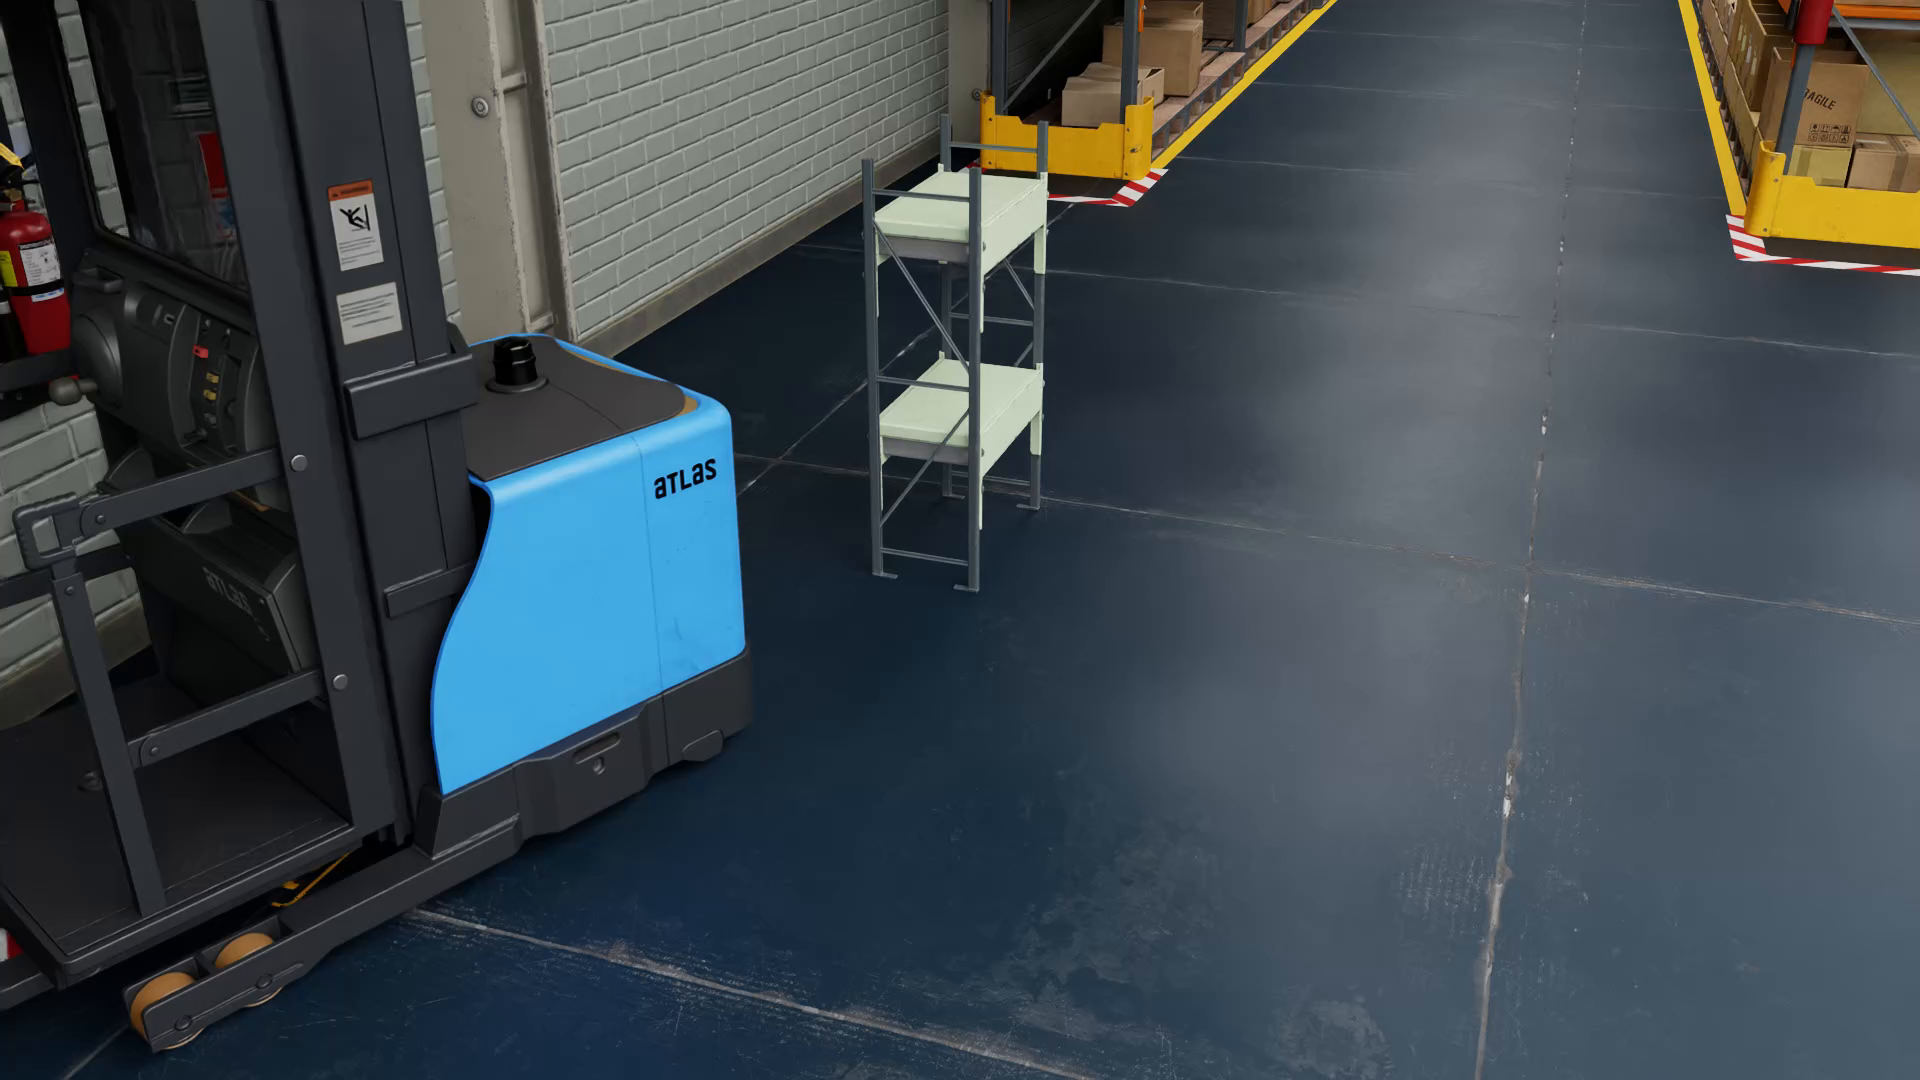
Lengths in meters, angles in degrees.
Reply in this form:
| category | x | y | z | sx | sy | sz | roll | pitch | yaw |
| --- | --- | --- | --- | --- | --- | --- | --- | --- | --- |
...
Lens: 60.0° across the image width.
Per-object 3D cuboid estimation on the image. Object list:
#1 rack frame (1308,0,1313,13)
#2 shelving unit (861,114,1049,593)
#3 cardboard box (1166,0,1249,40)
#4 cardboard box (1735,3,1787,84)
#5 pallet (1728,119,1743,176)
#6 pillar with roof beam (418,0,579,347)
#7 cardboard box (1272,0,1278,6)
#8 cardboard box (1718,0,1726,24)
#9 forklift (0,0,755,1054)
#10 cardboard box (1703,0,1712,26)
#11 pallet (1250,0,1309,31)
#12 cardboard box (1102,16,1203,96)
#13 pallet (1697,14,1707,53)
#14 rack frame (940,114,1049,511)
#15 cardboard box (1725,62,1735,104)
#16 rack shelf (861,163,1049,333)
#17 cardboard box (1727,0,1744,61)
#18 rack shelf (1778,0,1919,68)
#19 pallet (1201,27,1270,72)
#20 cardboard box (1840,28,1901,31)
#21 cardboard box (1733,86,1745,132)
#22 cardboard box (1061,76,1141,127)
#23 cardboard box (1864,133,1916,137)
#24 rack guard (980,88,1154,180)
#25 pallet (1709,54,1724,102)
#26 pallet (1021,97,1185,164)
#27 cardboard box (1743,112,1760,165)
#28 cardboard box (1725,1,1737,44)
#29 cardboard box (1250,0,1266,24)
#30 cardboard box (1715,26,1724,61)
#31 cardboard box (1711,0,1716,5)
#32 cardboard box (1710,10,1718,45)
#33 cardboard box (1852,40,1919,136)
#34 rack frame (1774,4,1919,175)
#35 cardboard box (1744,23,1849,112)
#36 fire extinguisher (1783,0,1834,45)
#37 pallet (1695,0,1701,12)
| category | x | y | z | sx | sy | sz | roll | pitch | yaw |
| --- | --- | --- | --- | --- | --- | --- | --- | --- | --- |
| rack frame | 3.365 | -7.196 | 17.670 | 1.000 | 3.000 | 0.127 | 9 | 27 | 17 |
| shelving unit | -0.002 | -0.672 | 5.917 | 0.431 | 1.500 | 0.755 | 9 | 27 | 17 |
| cardboard box | 2.263 | -4.930 | 15.353 | 0.700 | 0.500 | 0.500 | 10 | 27 | 19 |
| cardboard box | 5.924 | -3.568 | 11.990 | 0.500 | 0.500 | 0.500 | 9 | 27 | 17 |
| pallet | 5.998 | -2.756 | 11.701 | 1.003 | 0.211 | 1.213 | 9 | 27 | 17 |
| pillar with roof beam | 2.183 | -3.931 | 4.044 | 9.100 | 9.000 | 0.400 | 9 | 27 | 17 |
| cardboard box | 2.894 | -5.770 | 17.090 | 0.700 | 0.500 | 0.500 | 9 | 27 | 17 |
| cardboard box | 6.907 | -4.666 | 14.476 | 0.500 | 0.311 | 0.500 | 9 | 27 | 17 |
| forklift | -1.988 | -0.401 | 3.715 | 1.130 | 2.935 | 3.031 | 22 | 34 | 38 |
| cardboard box | 7.420 | -5.051 | 15.914 | 0.500 | 0.250 | 0.500 | 8 | 27 | 16 |
| pallet | 3.104 | -5.620 | 17.615 | 1.003 | 0.211 | 1.213 | 9 | 27 | 17 |
| cardboard box | 1.499 | -3.781 | 12.980 | 0.700 | 0.500 | 0.500 | 7 | 27 | 14 |
| pallet | 7.727 | -4.891 | 16.110 | 1.003 | 0.211 | 1.213 | 9 | 27 | 17 |
| rack frame | 0.120 | -0.823 | 6.228 | 0.400 | 1.500 | 0.023 | 9 | 27 | 17 |
| cardboard box | 6.095 | -3.435 | 12.576 | 0.500 | 0.250 | 0.500 | 9 | 27 | 17 |
| rack shelf | -0.002 | -1.024 | 5.747 | 0.431 | 0.370 | 0.720 | 9 | 27 | 17 |
| cardboard box | 6.257 | -3.979 | 12.839 | 0.500 | 0.500 | 0.500 | 9 | 27 | 17 |
| rack shelf | 6.041 | -3.689 | 11.254 | 1.077 | 0.370 | 4.000 | 9 | 27 | 17 |
| pallet | 2.292 | -4.617 | 15.544 | 1.003 | 0.211 | 1.213 | 9 | 27 | 17 |
| cardboard box | 6.265 | -3.284 | 11.404 | 0.500 | 0.500 | 0.500 | 9 | 27 | 17 |
| cardboard box | 5.763 | -3.024 | 11.727 | 0.500 | 0.250 | 0.500 | 9 | 27 | 17 |
| cardboard box | 1.018 | -3.167 | 11.930 | 0.500 | 0.311 | 0.500 | 6 | 26 | 12 |
| cardboard box | 5.927 | -2.537 | 10.721 | 0.500 | 0.250 | 0.500 | 9 | 27 | 17 |
| rack guard | 0.728 | -2.814 | 11.489 | 1.175 | 0.500 | 0.348 | 9 | 27 | 17 |
| pallet | 6.915 | -3.889 | 14.039 | 1.003 | 0.211 | 1.213 | 9 | 27 | 17 |
| pallet | 1.032 | -3.013 | 12.231 | 1.003 | 0.211 | 1.213 | 9 | 27 | 17 |
| cardboard box | 5.430 | -2.613 | 10.879 | 0.500 | 0.250 | 0.500 | 9 | 27 | 17 |
| cardboard box | 6.571 | -4.247 | 13.609 | 0.500 | 0.311 | 0.500 | 9 | 27 | 17 |
| cardboard box | 2.596 | -5.353 | 16.228 | 0.700 | 0.500 | 0.500 | 9 | 27 | 18 |
| cardboard box | 6.741 | -4.207 | 14.170 | 0.500 | 0.250 | 0.500 | 8 | 27 | 17 |
| cardboard box | 7.248 | -5.084 | 15.338 | 0.500 | 0.311 | 0.500 | 8 | 27 | 16 |
| cardboard box | 7.082 | -4.626 | 15.035 | 0.500 | 0.250 | 0.500 | 9 | 27 | 18 |
| cardboard box | 5.928 | -2.874 | 10.557 | 0.500 | 0.500 | 0.500 | 9 | 27 | 17 |
| rack frame | 5.376 | -3.191 | 9.399 | 1.000 | 3.000 | 0.127 | 9 | 27 | 17 |
| cardboard box | 5.592 | -3.157 | 11.141 | 0.500 | 0.500 | 0.500 | 9 | 27 | 17 |
| fire extinguisher | 4.898 | -3.175 | 9.455 | 0.296 | 0.674 | 0.183 | 9 | 27 | 17 |
| pallet | 8.729 | -6.025 | 18.451 | 1.003 | 0.211 | 1.213 | 9 | 27 | 17 |
